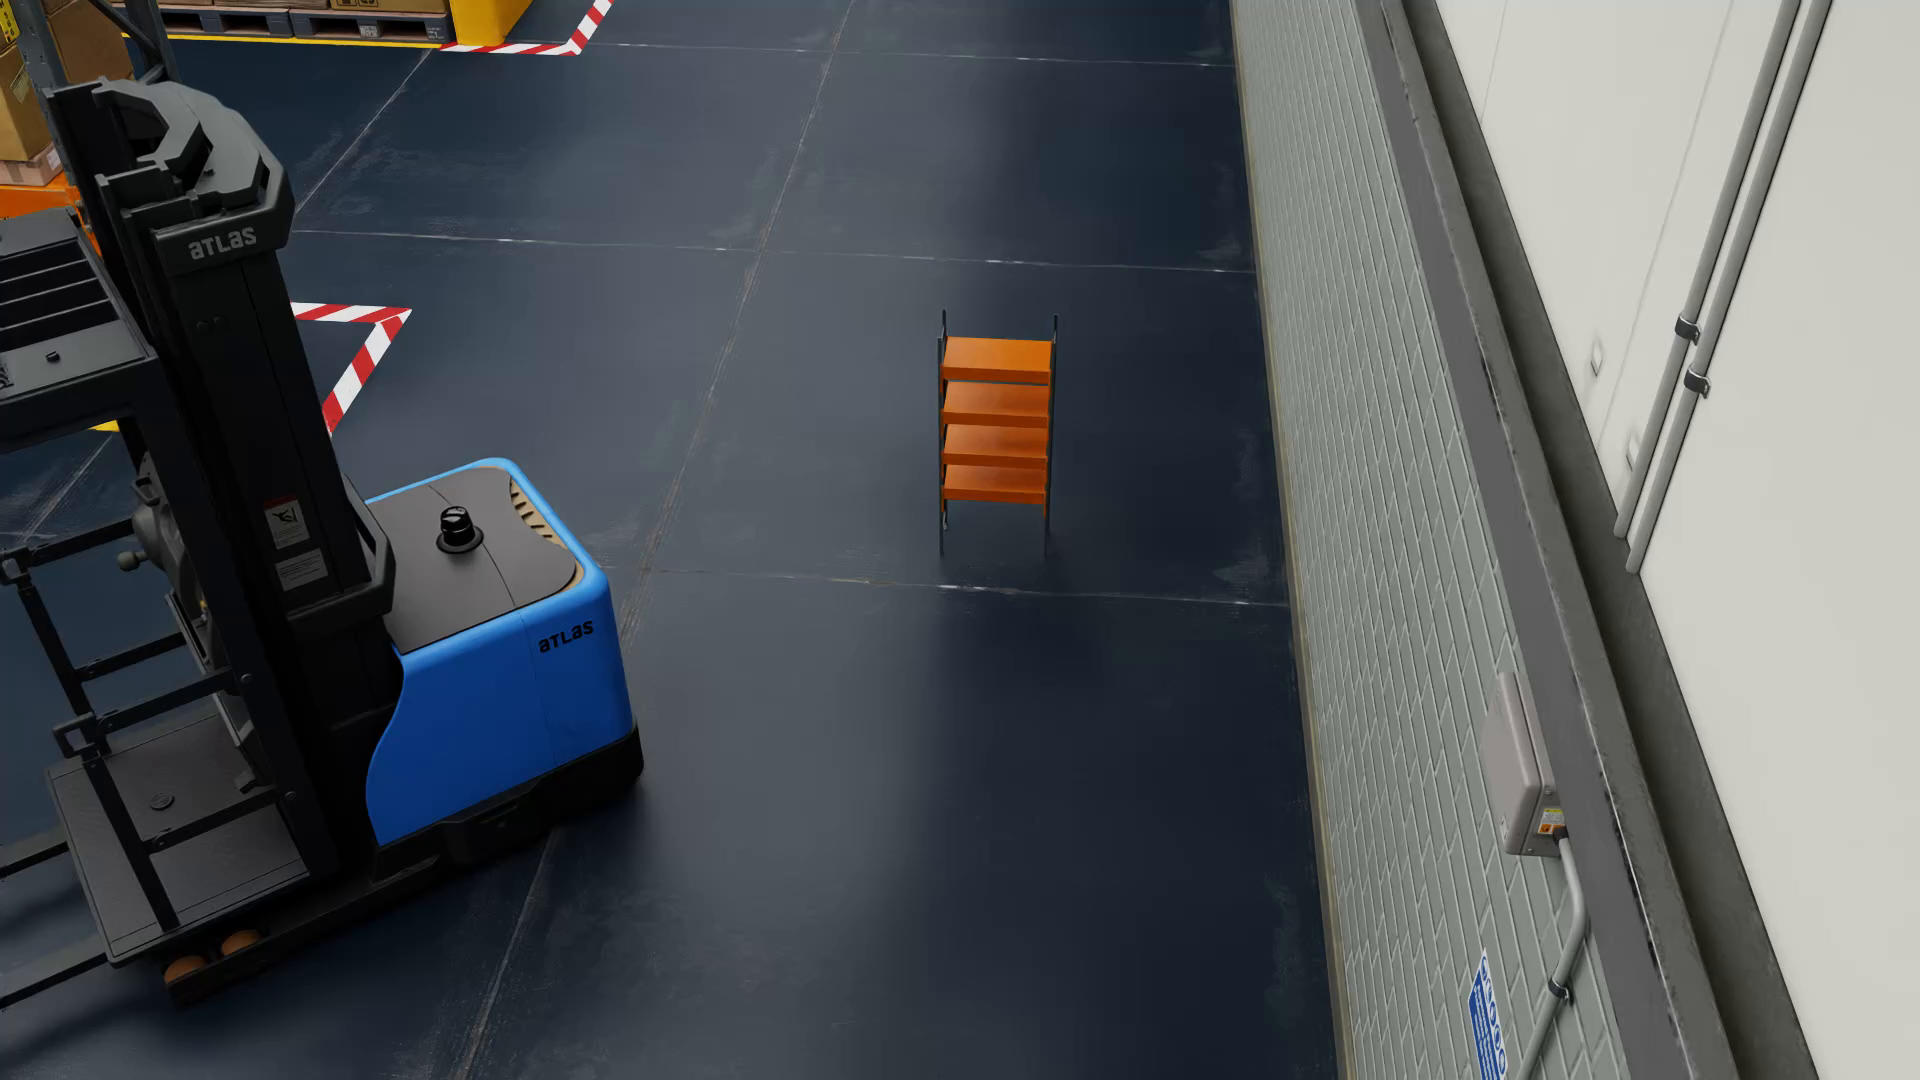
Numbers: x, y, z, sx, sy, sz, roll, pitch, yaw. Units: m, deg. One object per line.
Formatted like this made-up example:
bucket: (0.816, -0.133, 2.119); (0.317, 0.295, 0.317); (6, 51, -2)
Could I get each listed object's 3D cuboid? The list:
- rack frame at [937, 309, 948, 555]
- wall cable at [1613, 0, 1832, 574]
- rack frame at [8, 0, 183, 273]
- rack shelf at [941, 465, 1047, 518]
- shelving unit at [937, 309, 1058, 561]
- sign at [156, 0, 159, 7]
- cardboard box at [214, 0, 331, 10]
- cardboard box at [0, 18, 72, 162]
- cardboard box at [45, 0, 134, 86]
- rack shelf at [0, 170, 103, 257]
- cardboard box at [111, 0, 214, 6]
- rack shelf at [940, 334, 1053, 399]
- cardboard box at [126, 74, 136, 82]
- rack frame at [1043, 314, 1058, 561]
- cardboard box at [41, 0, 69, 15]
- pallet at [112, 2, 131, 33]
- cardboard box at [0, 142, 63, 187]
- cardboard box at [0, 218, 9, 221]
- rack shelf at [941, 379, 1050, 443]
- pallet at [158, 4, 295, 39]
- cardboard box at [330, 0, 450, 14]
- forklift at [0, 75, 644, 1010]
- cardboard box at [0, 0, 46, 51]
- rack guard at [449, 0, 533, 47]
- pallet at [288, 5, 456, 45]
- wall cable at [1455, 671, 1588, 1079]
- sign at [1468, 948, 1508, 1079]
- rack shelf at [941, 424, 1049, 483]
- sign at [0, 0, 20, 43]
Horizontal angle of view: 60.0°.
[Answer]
rack frame: (-0.078, -0.470, 7.547); (0.015, 1.200, 0.240); (3, 39, 4)
wall cable: (1.245, -1.198, 2.264); (0.029, 3.000, 0.463); (3, 39, 4)
rack frame: (-4.120, -2.123, 8.152); (0.127, 3.000, 1.000); (3, 39, 4)
rack shelf: (0.165, -0.250, 7.698); (0.480, 0.148, 0.258); (3, 39, 4)
shelving unit: (0.165, -0.456, 7.531); (0.503, 1.200, 0.258); (3, 39, 4)
sign: (-4.073, -2.800, 8.298); (0.005, 0.325, 0.100); (3, 39, 4)
cardboard box: (-5.142, -4.610, 12.558); (0.875, 0.875, 0.875); (3, 39, 4)
cardboard box: (-4.590, -2.139, 7.858); (0.500, 0.500, 0.500); (4, 39, 5)
cardboard box: (-4.543, -2.475, 8.270); (0.500, 0.500, 0.500); (5, 39, 6)
rack shelf: (-6.112, -1.953, 8.513); (4.000, 0.370, 1.077); (3, 39, 4)
cardboard box: (-6.029, -4.658, 12.617); (0.875, 0.875, 0.875); (3, 39, 4)
rack shelf: (0.165, -0.761, 7.283); (0.480, 0.148, 0.258); (3, 39, 4)
cardboard box: (-4.414, -2.249, 8.506); (0.250, 0.149, 0.380); (3, 39, 3)
rack frame: (0.408, -0.443, 7.514); (0.015, 1.200, 0.240); (3, 39, 4)
cardboard box: (-4.544, -2.856, 7.946); (0.500, 0.500, 0.500); (3, 39, 4)
pallet: (-6.825, -4.282, 13.014); (1.213, 0.211, 1.003); (3, 39, 4)
cardboard box: (-4.469, -1.865, 8.035); (0.250, 0.149, 0.380); (3, 39, 4)
cardboard box: (-5.138, -1.687, 9.071); (0.250, 0.149, 0.380); (3, 39, 4)
rack shelf: (0.165, -0.578, 7.432); (0.480, 0.148, 0.258); (3, 39, 4)
pallet: (-5.607, -4.218, 12.935); (1.213, 0.211, 1.003); (3, 39, 4)
cardboard box: (-4.236, -4.560, 12.497); (0.875, 0.875, 0.875); (3, 39, 4)
forklift: (-2.775, 0.118, 5.454); (3.031, 2.935, 1.130); (-23, 45, -26)
cardboard box: (-4.597, -2.533, 7.550); (0.500, 0.500, 0.500); (2, 39, 3)
rack guard: (-3.567, -4.266, 12.765); (0.348, 0.500, 1.175); (3, 39, 4)
pallet: (-4.395, -4.149, 12.851); (1.213, 0.211, 1.003); (3, 39, 4)
wall cable: (1.173, 0.882, 3.631); (0.123, 1.953, 0.585); (3, 39, 4)
sign: (1.239, 1.157, 3.909); (0.001, 0.218, 0.327); (3, 39, 4)
rack shelf: (0.165, -0.404, 7.573); (0.480, 0.148, 0.258); (3, 39, 4)
sign: (-4.188, -2.346, 7.259); (0.005, 0.325, 0.100); (3, 39, 4)
